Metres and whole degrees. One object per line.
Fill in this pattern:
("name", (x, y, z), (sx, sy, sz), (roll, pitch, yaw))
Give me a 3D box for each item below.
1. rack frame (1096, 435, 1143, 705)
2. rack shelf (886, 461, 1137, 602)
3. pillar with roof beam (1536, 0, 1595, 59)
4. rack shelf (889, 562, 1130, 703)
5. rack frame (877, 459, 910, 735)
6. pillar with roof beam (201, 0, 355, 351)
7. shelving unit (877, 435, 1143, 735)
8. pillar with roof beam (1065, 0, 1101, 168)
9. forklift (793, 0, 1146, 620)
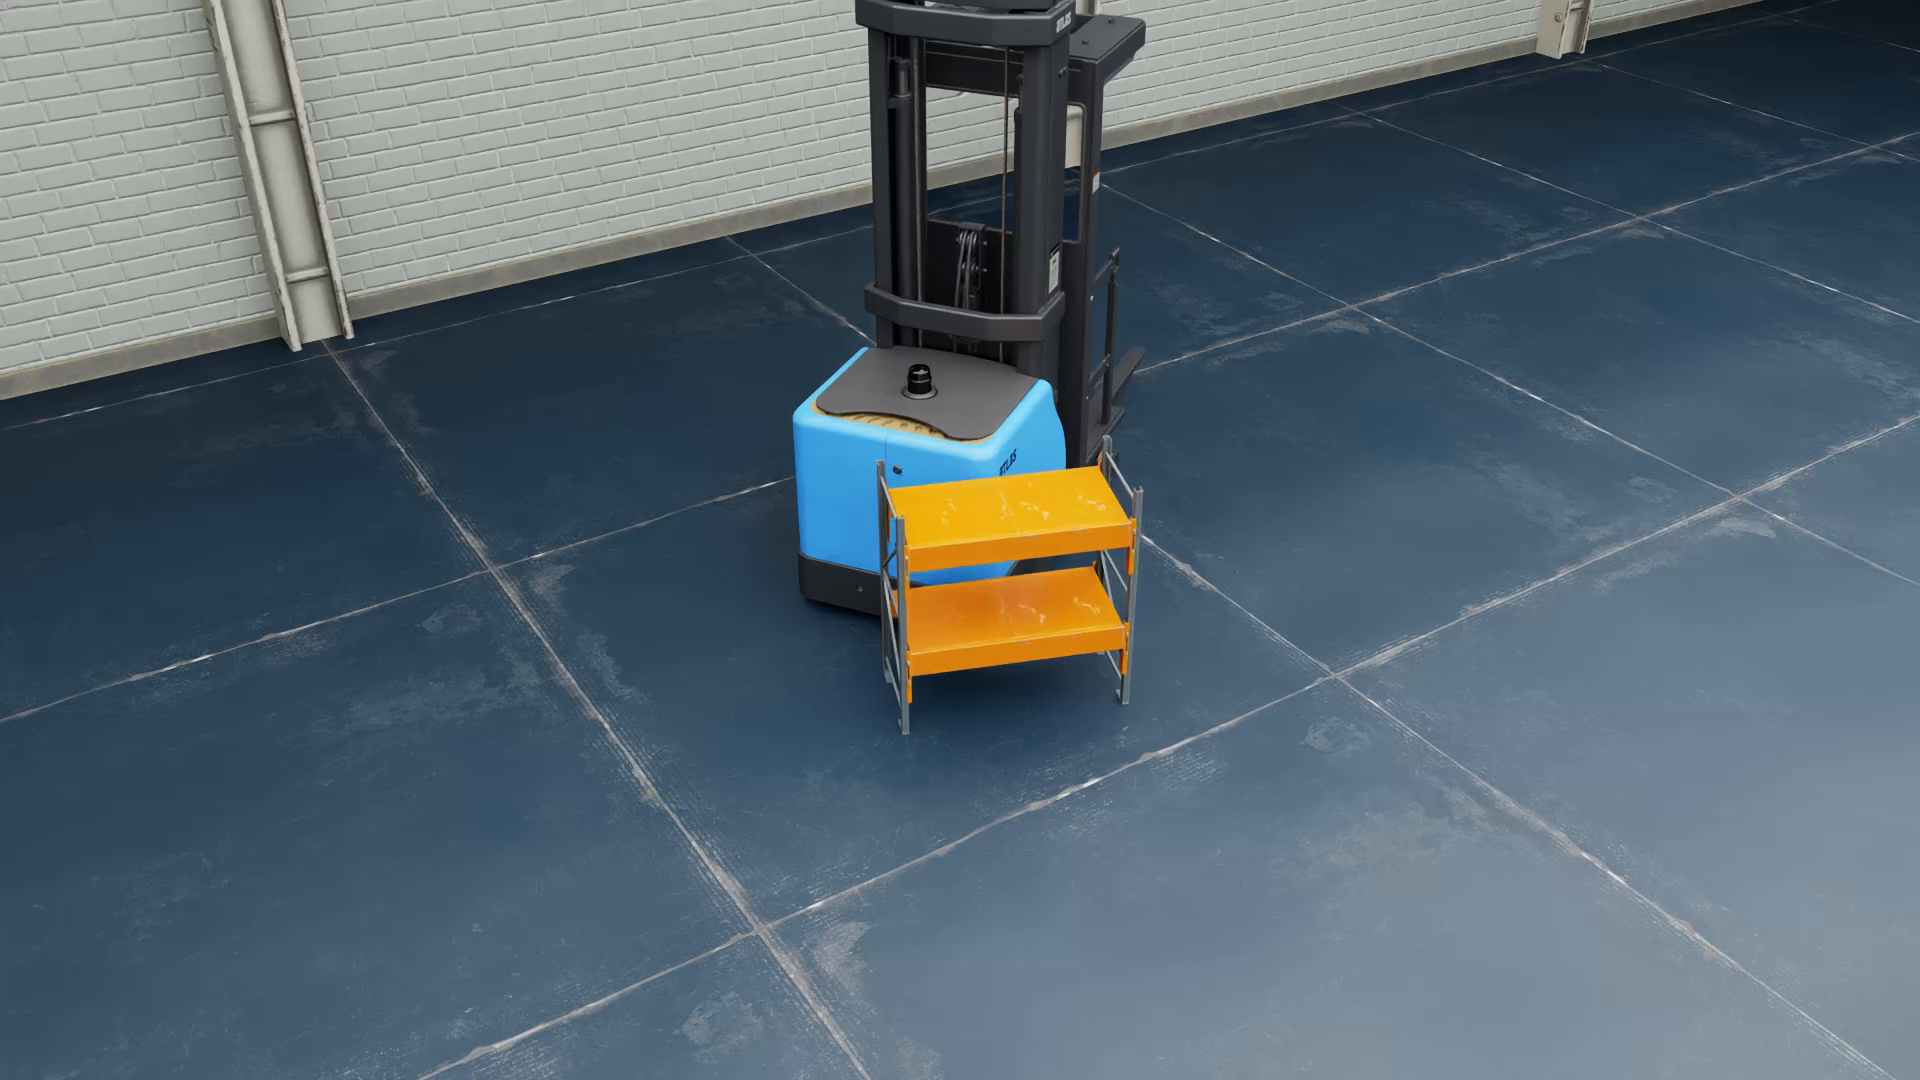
("rack frame", (0.700, 0.143, 7.469), (0.032, 1.125, 0.500), (-7, 33, -10))
("rack shelf", (0.204, -0.047, 7.221), (1.000, 0.278, 0.538), (-7, 33, -10))
("pillar with roof beam", (8.223, -6.678, 10.902), (0.400, 9.000, 9.100), (-19, 37, -27))
("rack shelf", (0.204, 0.408, 7.507), (1.000, 0.278, 0.538), (-7, 33, -10))
("rack frame", (-0.293, 0.259, 7.285), (0.032, 1.125, 0.500), (-7, 33, -10))
("pillar with roof beam", (-1.863, -3.209, 5.403), (0.400, 9.000, 9.100), (-19, 37, -27))
("shelving unit", (0.204, 0.201, 7.377), (1.048, 1.125, 0.538), (-7, 33, -10))
("pillar with roof beam", (3.180, -4.944, 8.153), (0.400, 9.000, 9.100), (-19, 37, -27))
("forklift", (0.240, -1.547, 8.456), (1.130, 2.935, 3.031), (13, 34, 19))
